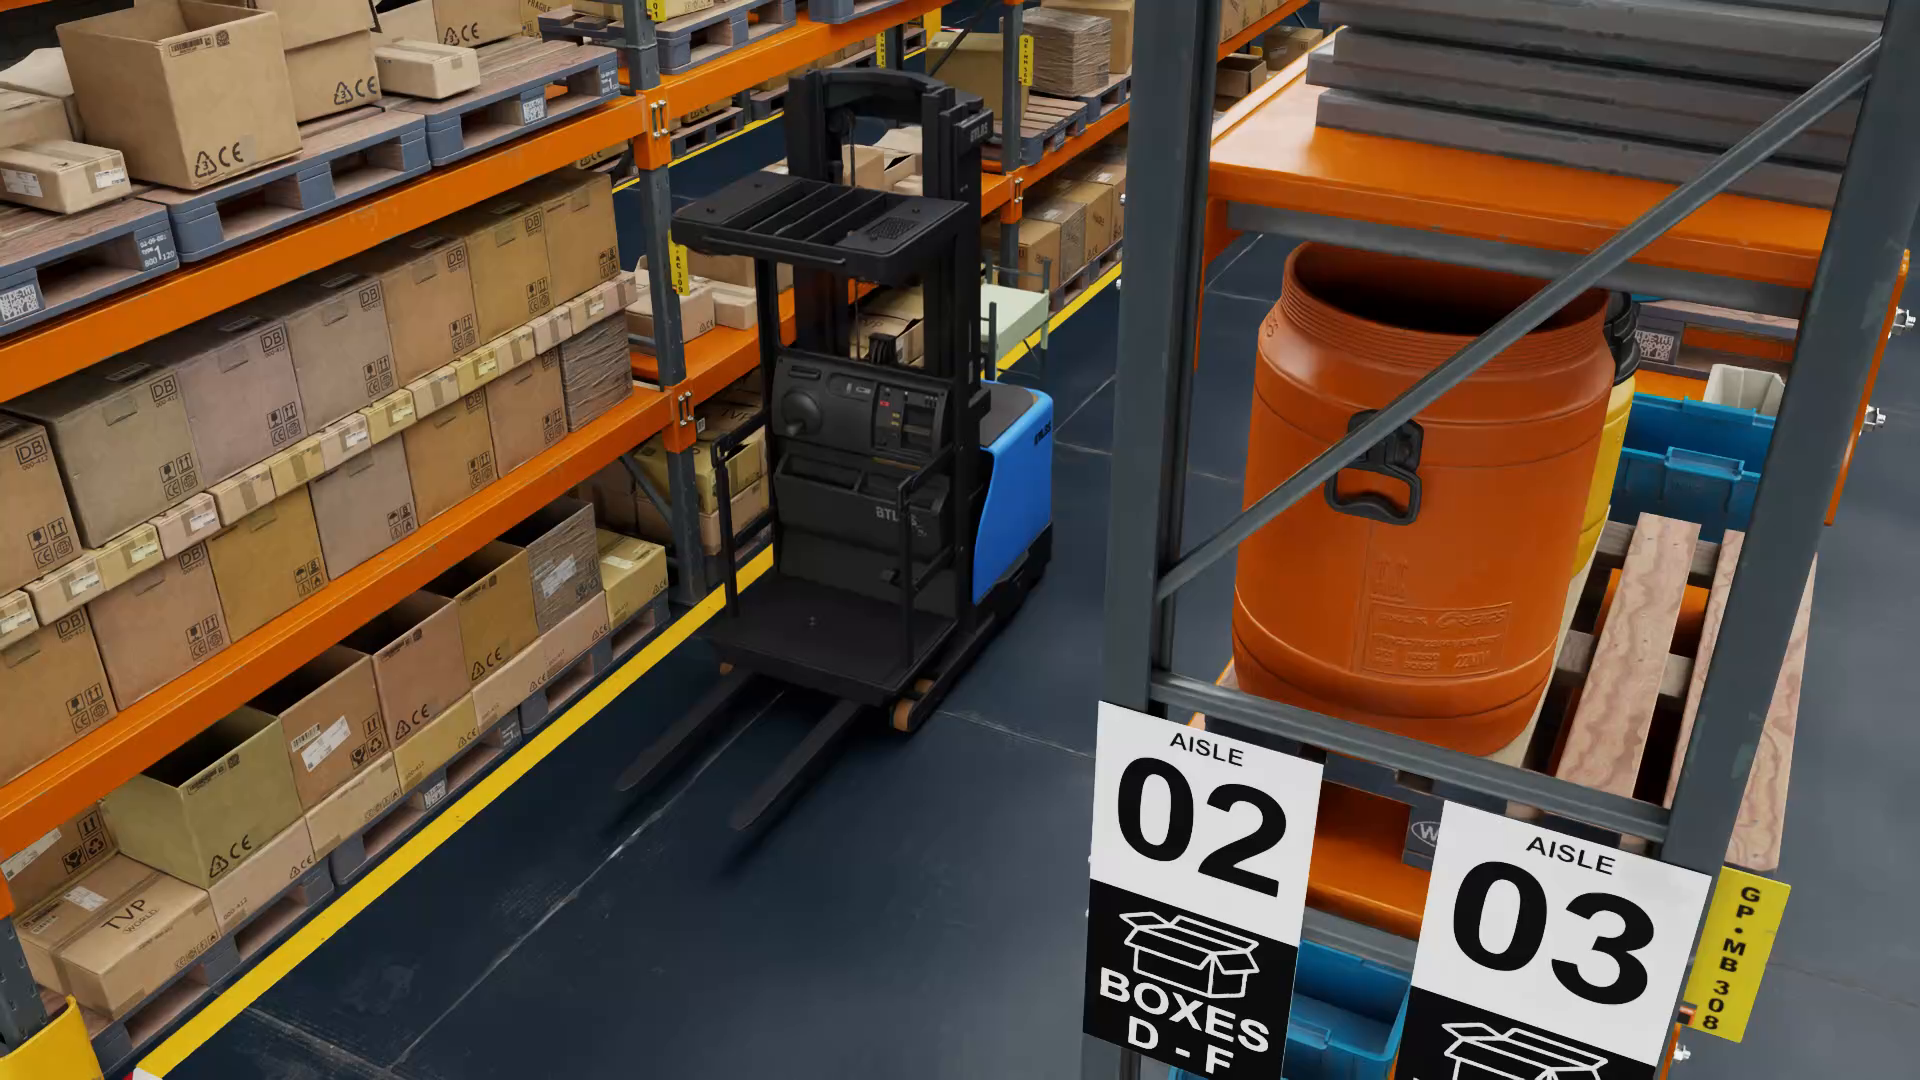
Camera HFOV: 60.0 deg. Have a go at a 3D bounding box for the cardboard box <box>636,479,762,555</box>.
[{"bbox_3d":[-1.470,-0.185,9.399,0.500,0.250,0.500,13,33,22],"label":"cardboard box"}]

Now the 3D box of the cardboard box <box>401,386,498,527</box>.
[{"bbox_3d":[-2.537,-0.461,7.440,0.700,0.500,0.500,15,33,24],"label":"cardboard box"}]

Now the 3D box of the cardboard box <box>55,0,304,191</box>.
[{"bbox_3d":[-2.696,-1.561,5.781,0.500,0.500,0.500,14,33,23],"label":"cardboard box"}]

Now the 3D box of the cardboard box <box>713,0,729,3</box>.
[{"bbox_3d":[-1.337,-3.006,8.689,0.500,0.250,0.500,11,32,19],"label":"cardboard box"}]

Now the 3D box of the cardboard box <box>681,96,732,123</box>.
[{"bbox_3d":[-2.822,-4.674,16.613,0.750,0.750,0.750,15,33,24],"label":"cardboard box"}]

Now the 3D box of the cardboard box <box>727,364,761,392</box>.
[{"bbox_3d":[-1.484,-1.003,10.261,0.500,0.311,0.500,14,33,23],"label":"cardboard box"}]

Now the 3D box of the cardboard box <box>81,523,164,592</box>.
[{"bbox_3d":[-3.093,0.023,5.946,0.380,0.149,0.250,14,33,23],"label":"cardboard box"}]

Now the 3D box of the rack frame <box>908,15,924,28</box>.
[{"bbox_3d":[-0.819,-7.515,19.824,1.000,3.000,0.127,14,33,23],"label":"rack frame"}]

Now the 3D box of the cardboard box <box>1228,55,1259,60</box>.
[{"bbox_3d":[2.865,-4.992,17.751,0.500,0.250,0.500,14,33,23],"label":"cardboard box"}]

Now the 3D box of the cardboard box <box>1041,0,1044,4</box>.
[{"bbox_3d":[1.099,-4.366,13.819,0.700,0.500,0.500,20,35,31],"label":"cardboard box"}]

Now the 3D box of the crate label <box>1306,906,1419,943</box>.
[{"bbox_3d":[1.309,0.933,5.077,0.502,0.435,0.616,14,33,23],"label":"crate label"}]

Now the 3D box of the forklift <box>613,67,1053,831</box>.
[{"bbox_3d":[-0.580,-0.583,7.821,1.130,2.935,3.031,14,33,22],"label":"forklift"}]

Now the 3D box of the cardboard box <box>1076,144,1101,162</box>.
[{"bbox_3d":[0.866,-3.108,14.218,0.500,0.500,0.500,15,33,24],"label":"cardboard box"}]

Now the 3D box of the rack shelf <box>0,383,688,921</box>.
[{"bbox_3d":[-2.785,0.126,7.241,1.077,0.370,4.000,14,33,23],"label":"rack shelf"}]

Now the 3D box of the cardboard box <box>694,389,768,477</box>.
[{"bbox_3d":[-1.231,-0.653,9.651,0.500,0.311,0.500,14,33,23],"label":"cardboard box"}]

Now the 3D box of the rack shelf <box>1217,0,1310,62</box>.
[{"bbox_3d":[2.681,-5.194,16.505,1.077,0.370,4.000,14,33,23],"label":"rack shelf"}]

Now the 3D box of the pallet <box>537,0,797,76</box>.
[{"bbox_3d":[-1.484,-2.684,8.592,0.805,0.209,1.217,13,32,21],"label":"pallet"}]

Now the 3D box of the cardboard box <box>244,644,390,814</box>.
[{"bbox_3d":[-2.811,0.752,7.015,0.500,0.500,0.500,14,33,23],"label":"cardboard box"}]

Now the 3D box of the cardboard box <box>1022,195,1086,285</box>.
[{"bbox_3d":[0.643,-2.323,12.851,0.500,0.500,0.500,13,32,22],"label":"cardboard box"}]

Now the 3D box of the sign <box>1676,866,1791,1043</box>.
[{"bbox_3d":[1.199,0.648,2.588,0.100,0.325,0.005,14,33,23],"label":"sign"}]

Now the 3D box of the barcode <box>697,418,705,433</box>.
[{"bbox_3d":[-1.387,-0.614,8.912,0.001,0.075,0.075,14,33,23],"label":"barcode"}]

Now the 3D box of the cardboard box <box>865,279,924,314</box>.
[{"bbox_3d":[-0.302,-1.559,11.229,0.500,0.311,0.500,14,33,23],"label":"cardboard box"}]

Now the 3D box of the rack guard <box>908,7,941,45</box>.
[{"bbox_3d":[-0.808,-6.441,20.465,1.175,0.500,0.348,14,33,23],"label":"rack guard"}]

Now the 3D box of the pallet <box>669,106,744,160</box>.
[{"bbox_3d":[-2.926,-4.173,16.805,1.003,0.211,1.213,14,33,23],"label":"pallet"}]

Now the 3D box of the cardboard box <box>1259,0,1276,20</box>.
[{"bbox_3d":[2.705,-5.276,15.824,0.500,0.500,0.500,14,33,23],"label":"cardboard box"}]

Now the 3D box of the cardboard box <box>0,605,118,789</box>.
[{"bbox_3d":[-3.472,0.453,5.848,0.700,0.500,0.500,14,33,23],"label":"cardboard box"}]

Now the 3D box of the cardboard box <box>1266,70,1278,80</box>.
[{"bbox_3d":[3.105,-4.680,17.206,0.500,0.250,0.500,14,33,23],"label":"cardboard box"}]

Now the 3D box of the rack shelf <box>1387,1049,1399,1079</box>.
[{"bbox_3d":[1.623,1.251,5.281,1.077,0.370,4.000,14,33,23],"label":"rack shelf"}]

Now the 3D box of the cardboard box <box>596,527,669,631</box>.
[{"bbox_3d":[-1.891,0.193,8.742,0.500,0.250,0.500,14,33,23],"label":"cardboard box"}]

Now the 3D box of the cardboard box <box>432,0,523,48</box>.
[{"bbox_3d":[-2.338,-2.496,7.410,0.500,0.500,0.500,17,34,27],"label":"cardboard box"}]

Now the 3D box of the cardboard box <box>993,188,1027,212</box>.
[{"bbox_3d":[0.187,-2.772,12.880,0.500,0.250,0.500,16,33,25],"label":"cardboard box"}]

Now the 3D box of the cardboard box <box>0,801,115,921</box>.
[{"bbox_3d":[-3.717,1.080,6.443,0.500,0.500,0.500,14,33,23],"label":"cardboard box"}]

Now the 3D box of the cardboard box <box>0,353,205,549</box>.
[{"bbox_3d":[-3.213,-0.367,5.974,0.700,0.500,0.500,13,32,22],"label":"cardboard box"}]

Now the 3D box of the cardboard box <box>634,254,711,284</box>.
[{"bbox_3d":[-1.637,-1.446,9.391,0.396,0.266,0.258,13,33,22],"label":"cardboard box"}]

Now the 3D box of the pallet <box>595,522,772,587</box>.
[{"bbox_3d":[-1.573,-0.199,9.884,1.003,0.211,1.213,14,33,23],"label":"pallet"}]

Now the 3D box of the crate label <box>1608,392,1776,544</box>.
[{"bbox_3d":[1.858,-0.165,4.163,0.502,0.251,0.408,14,33,23],"label":"crate label"}]

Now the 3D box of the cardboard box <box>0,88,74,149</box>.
[{"bbox_3d":[-3.406,-1.348,5.662,0.500,0.250,0.500,14,33,23],"label":"cardboard box"}]

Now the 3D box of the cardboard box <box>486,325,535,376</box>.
[{"bbox_3d":[-2.157,-0.886,7.528,0.380,0.149,0.250,14,33,23],"label":"cardboard box"}]

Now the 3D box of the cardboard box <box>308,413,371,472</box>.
[{"bbox_3d":[-2.625,-0.430,6.736,0.380,0.149,0.250,15,33,24],"label":"cardboard box"}]

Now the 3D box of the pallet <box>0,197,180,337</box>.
[{"bbox_3d":[-3.351,-0.869,5.328,1.003,0.211,1.213,14,33,23],"label":"pallet"}]

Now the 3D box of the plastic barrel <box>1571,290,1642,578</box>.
[{"bbox_3d":[1.118,-0.273,3.590,0.600,0.588,0.600,0,30,0],"label":"plastic barrel"}]

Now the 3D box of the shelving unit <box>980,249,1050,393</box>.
[{"bbox_3d":[0.173,-0.834,9.695,0.431,1.500,0.755,14,33,22],"label":"shelving unit"}]

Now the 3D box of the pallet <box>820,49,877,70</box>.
[{"bbox_3d":[-1.670,-5.394,18.932,1.003,0.211,1.213,14,33,23],"label":"pallet"}]

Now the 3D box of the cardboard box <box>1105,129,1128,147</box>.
[{"bbox_3d":[1.568,-3.225,14.422,0.500,0.500,0.500,14,33,23],"label":"cardboard box"}]

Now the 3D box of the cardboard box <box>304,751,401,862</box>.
[{"bbox_3d":[-2.801,1.080,7.197,0.500,0.250,0.500,14,33,23],"label":"cardboard box"}]

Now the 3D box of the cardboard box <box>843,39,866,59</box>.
[{"bbox_3d":[-1.505,-5.835,18.987,0.700,0.500,0.500,13,32,22],"label":"cardboard box"}]

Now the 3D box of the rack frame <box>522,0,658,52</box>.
[{"bbox_3d":[-1.874,-3.674,7.112,1.000,3.000,0.127,14,33,23],"label":"rack frame"}]

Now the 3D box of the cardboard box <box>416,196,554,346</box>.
[{"bbox_3d":[-2.300,-1.256,7.522,0.700,0.500,0.500,14,33,23],"label":"cardboard box"}]
